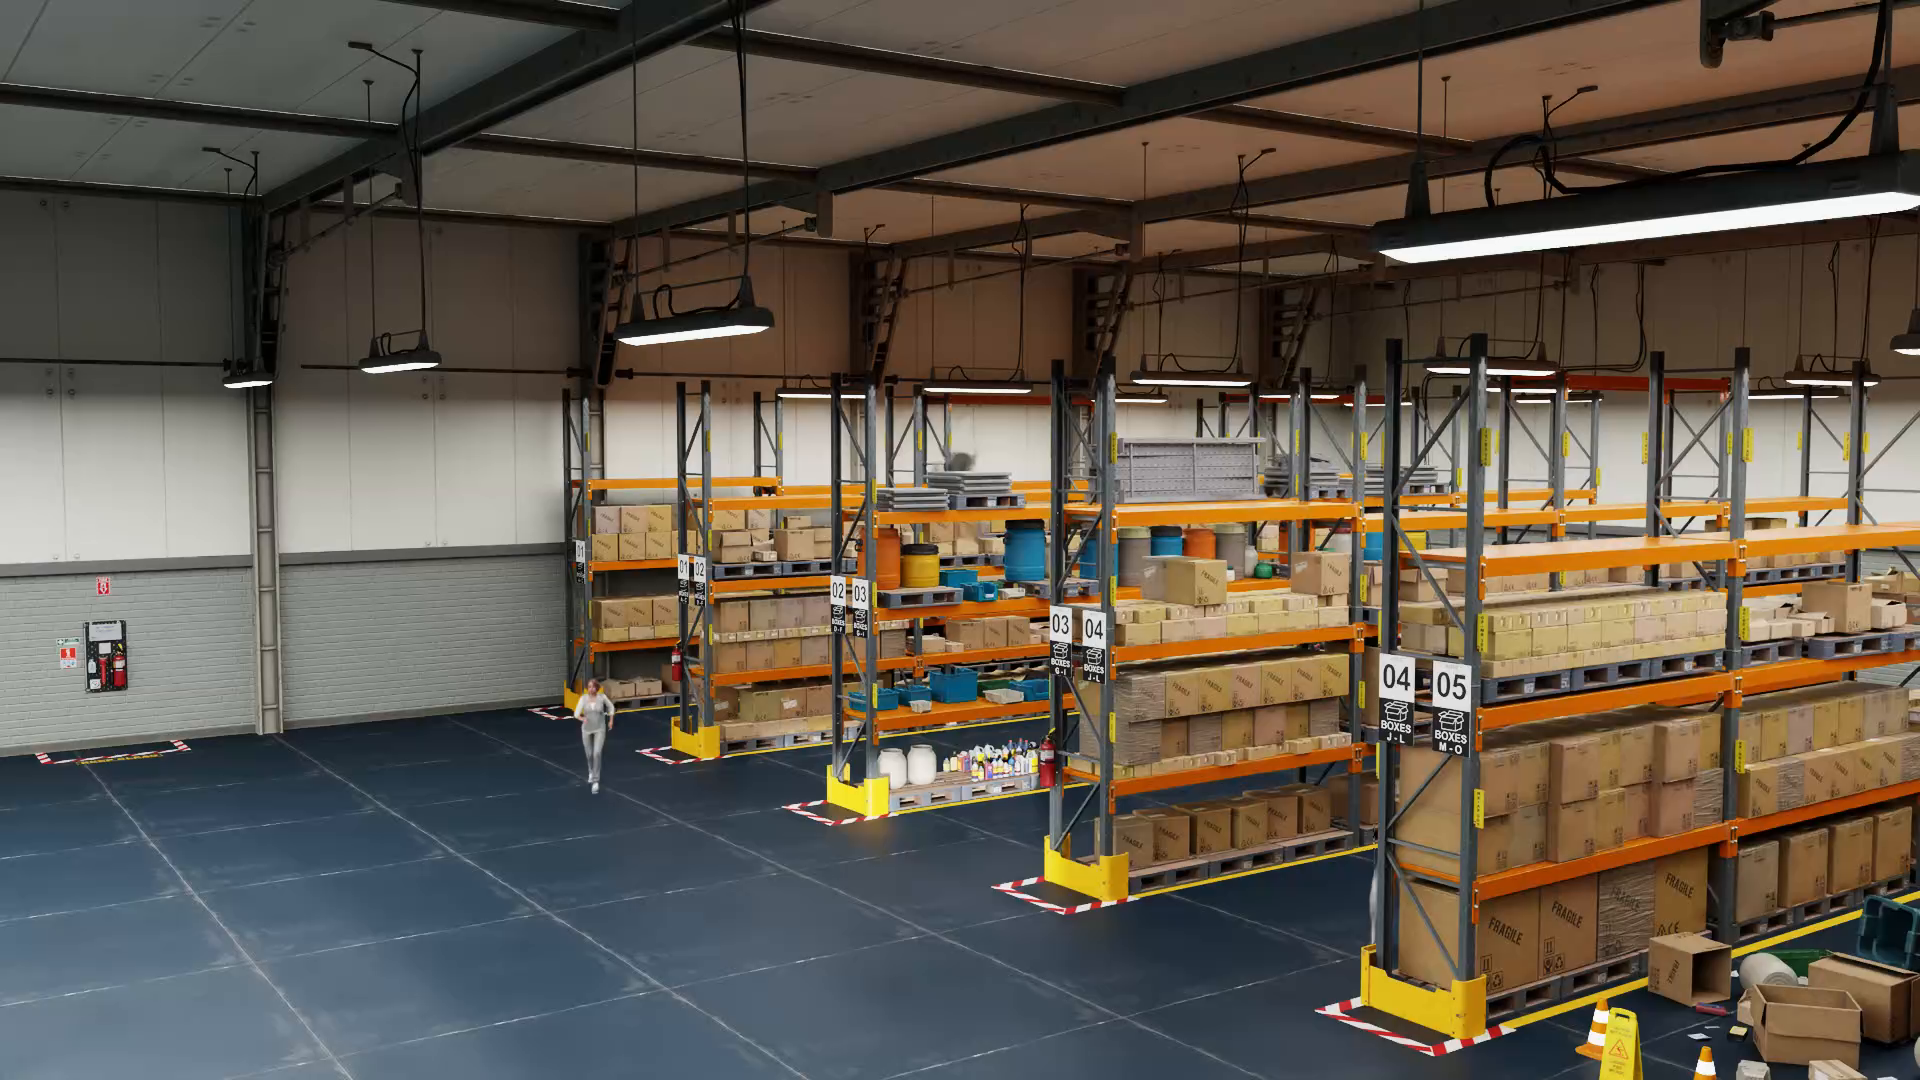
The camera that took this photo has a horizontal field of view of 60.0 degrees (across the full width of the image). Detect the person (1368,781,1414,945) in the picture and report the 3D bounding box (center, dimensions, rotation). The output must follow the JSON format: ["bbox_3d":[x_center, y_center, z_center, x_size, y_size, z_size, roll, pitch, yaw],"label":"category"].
[{"bbox_3d":[4.344,3.260,16.540,0.770,1.753,0.546,-3,5,-44],"label":"person"}]

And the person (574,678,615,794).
[{"bbox_3d":[-5.313,2.810,24.160,0.559,1.625,0.769,0,4,-4],"label":"person"}]
